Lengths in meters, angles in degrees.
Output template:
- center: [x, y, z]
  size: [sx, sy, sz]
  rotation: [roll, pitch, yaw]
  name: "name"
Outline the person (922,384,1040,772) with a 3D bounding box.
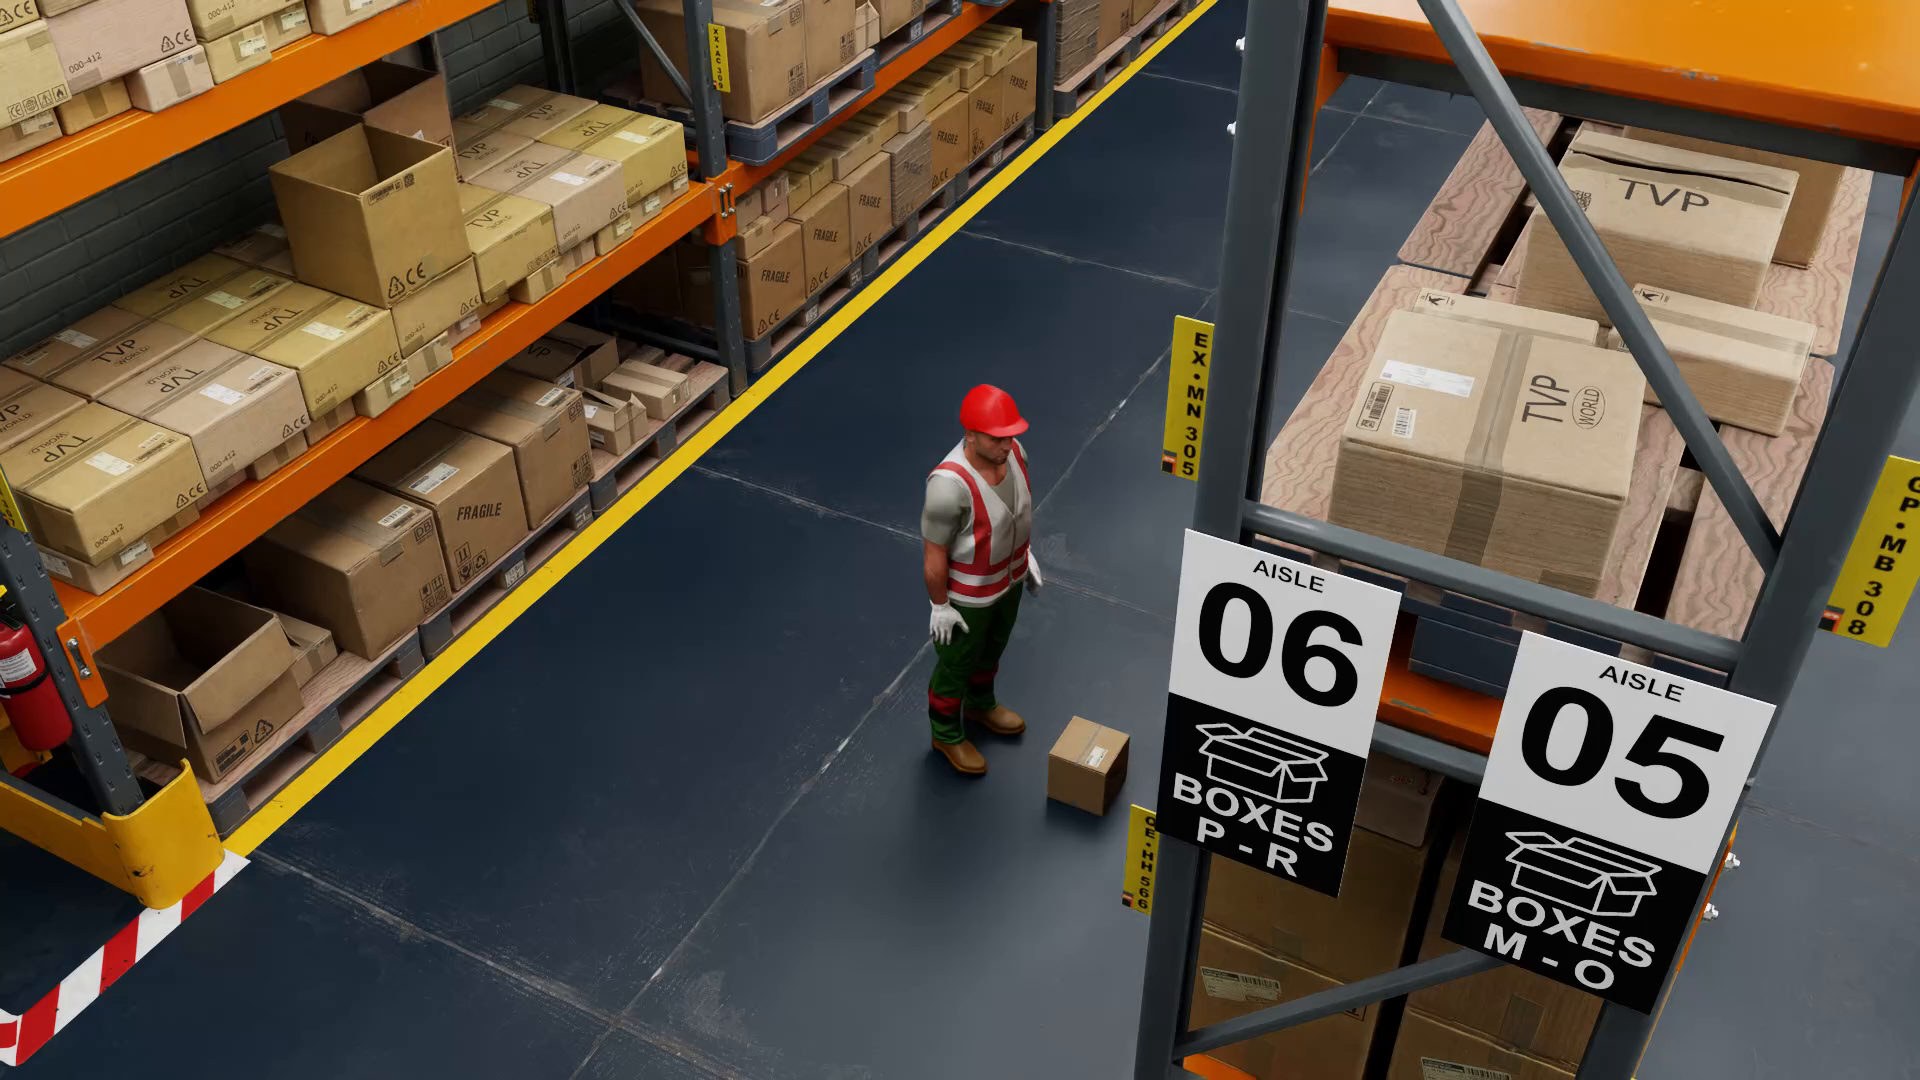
- center: [0.088, 0.168, 6.482]
  size: [0.374, 1.788, 0.569]
  rotation: [23, 43, 26]
  name: "person"
